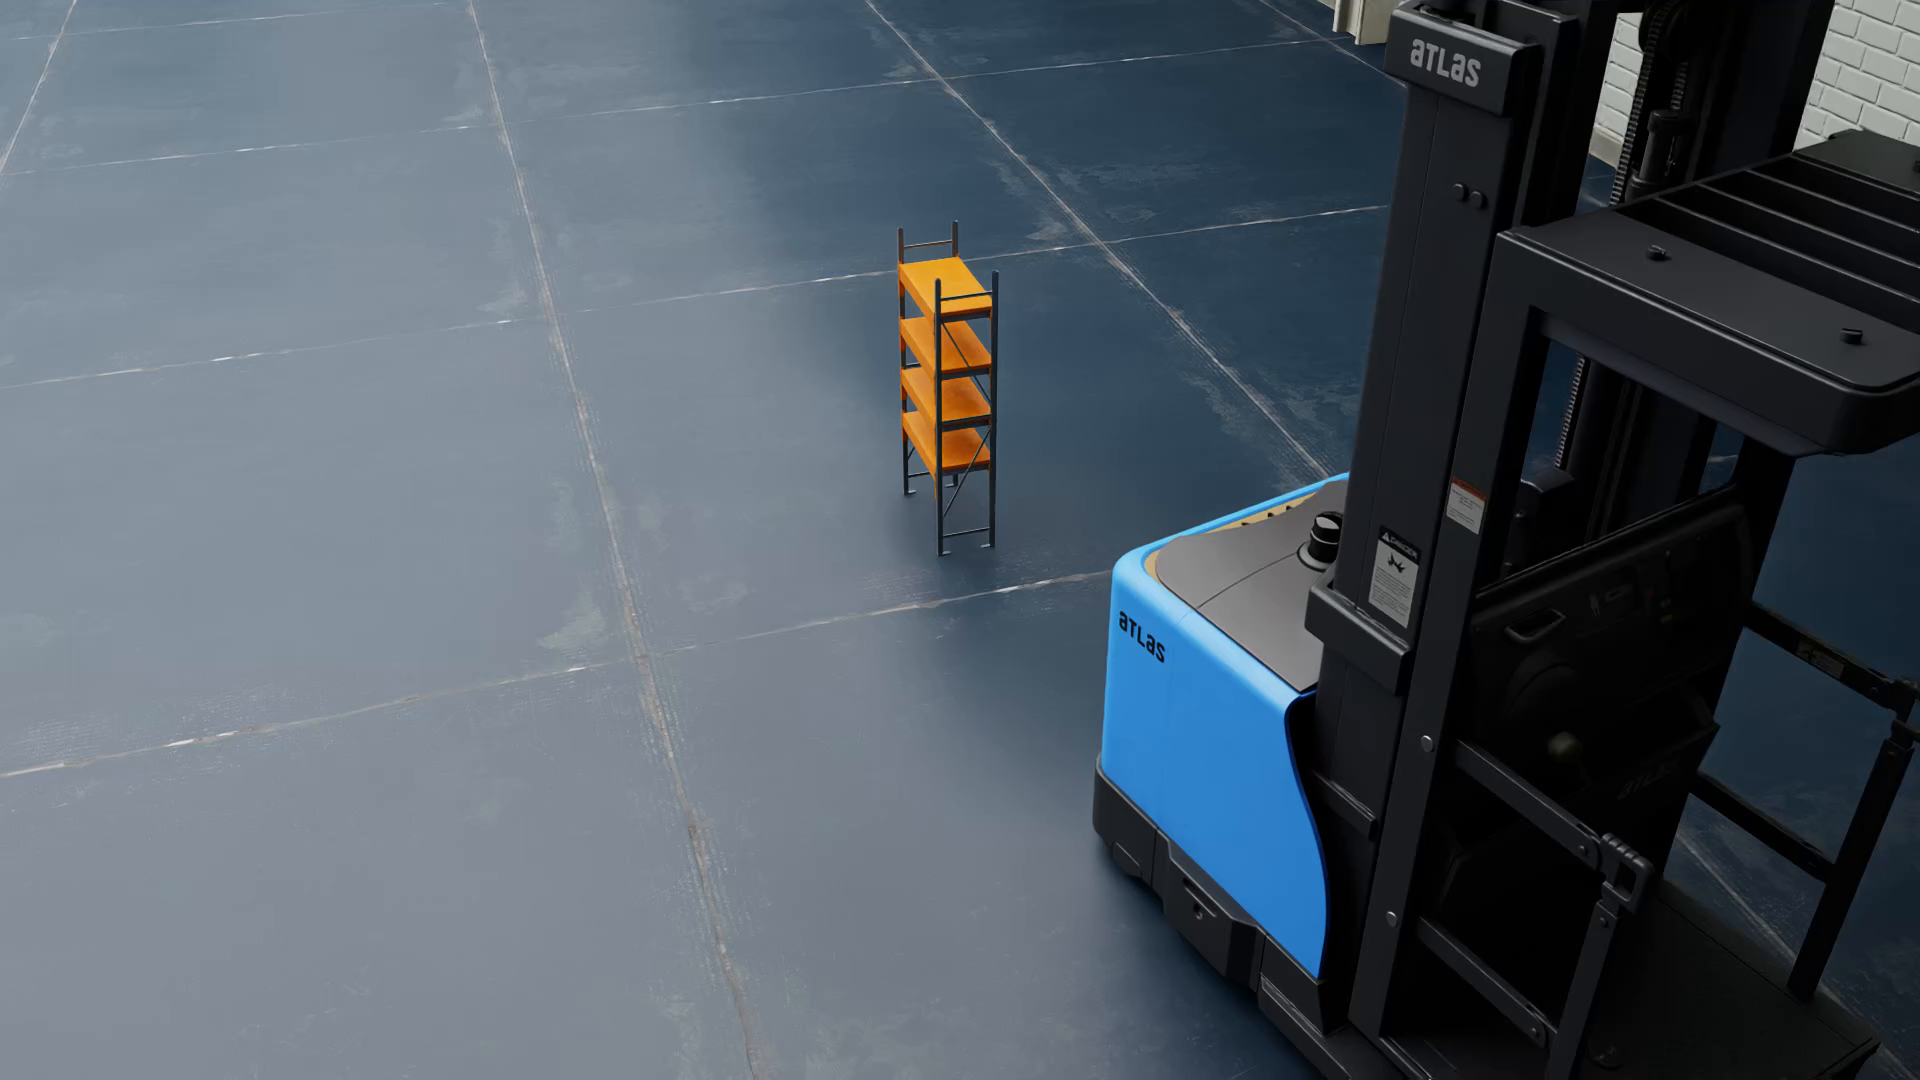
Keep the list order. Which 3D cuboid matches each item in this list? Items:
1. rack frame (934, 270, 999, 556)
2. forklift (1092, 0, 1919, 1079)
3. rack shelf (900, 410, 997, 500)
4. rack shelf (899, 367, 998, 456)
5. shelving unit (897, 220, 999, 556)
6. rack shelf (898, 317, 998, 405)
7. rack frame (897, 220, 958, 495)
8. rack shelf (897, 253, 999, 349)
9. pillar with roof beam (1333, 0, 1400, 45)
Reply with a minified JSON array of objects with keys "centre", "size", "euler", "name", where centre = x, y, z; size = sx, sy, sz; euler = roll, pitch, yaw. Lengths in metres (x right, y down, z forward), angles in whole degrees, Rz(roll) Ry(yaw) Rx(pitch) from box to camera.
[{"centre":[0.024,-0.459,6.357],"size":[0.240,1.200,0.015],"euler":[-10,35,-15],"name":"rack frame"},{"centre":[1.623,0.269,3.684],"size":[1.130,2.935,3.031],"euler":[-19,38,-26],"name":"forklift"},{"centre":[-0.051,-0.366,6.697],"size":[0.258,0.148,0.480],"euler":[-10,35,-15],"name":"rack shelf"},{"centre":[-0.051,-0.531,6.588],"size":[0.258,0.148,0.480],"euler":[-10,35,-15],"name":"rack shelf"},{"centre":[-0.051,-0.587,6.551],"size":[0.258,1.200,0.503],"euler":[-10,35,-15],"name":"shelving unit"},{"centre":[-0.051,-0.718,6.465],"size":[0.258,0.148,0.480],"euler":[-10,35,-15],"name":"rack shelf"},{"centre":[-0.125,-0.716,6.745],"size":[0.240,1.200,0.015],"euler":[-10,35,-15],"name":"rack frame"},{"centre":[-0.051,-0.915,6.334],"size":[0.258,0.148,0.480],"euler":[-10,35,-15],"name":"rack shelf"},{"centre":[-1.073,-6.816,8.902],"size":[9.100,9.000,0.400],"euler":[-10,35,-15],"name":"pillar with roof beam"}]
